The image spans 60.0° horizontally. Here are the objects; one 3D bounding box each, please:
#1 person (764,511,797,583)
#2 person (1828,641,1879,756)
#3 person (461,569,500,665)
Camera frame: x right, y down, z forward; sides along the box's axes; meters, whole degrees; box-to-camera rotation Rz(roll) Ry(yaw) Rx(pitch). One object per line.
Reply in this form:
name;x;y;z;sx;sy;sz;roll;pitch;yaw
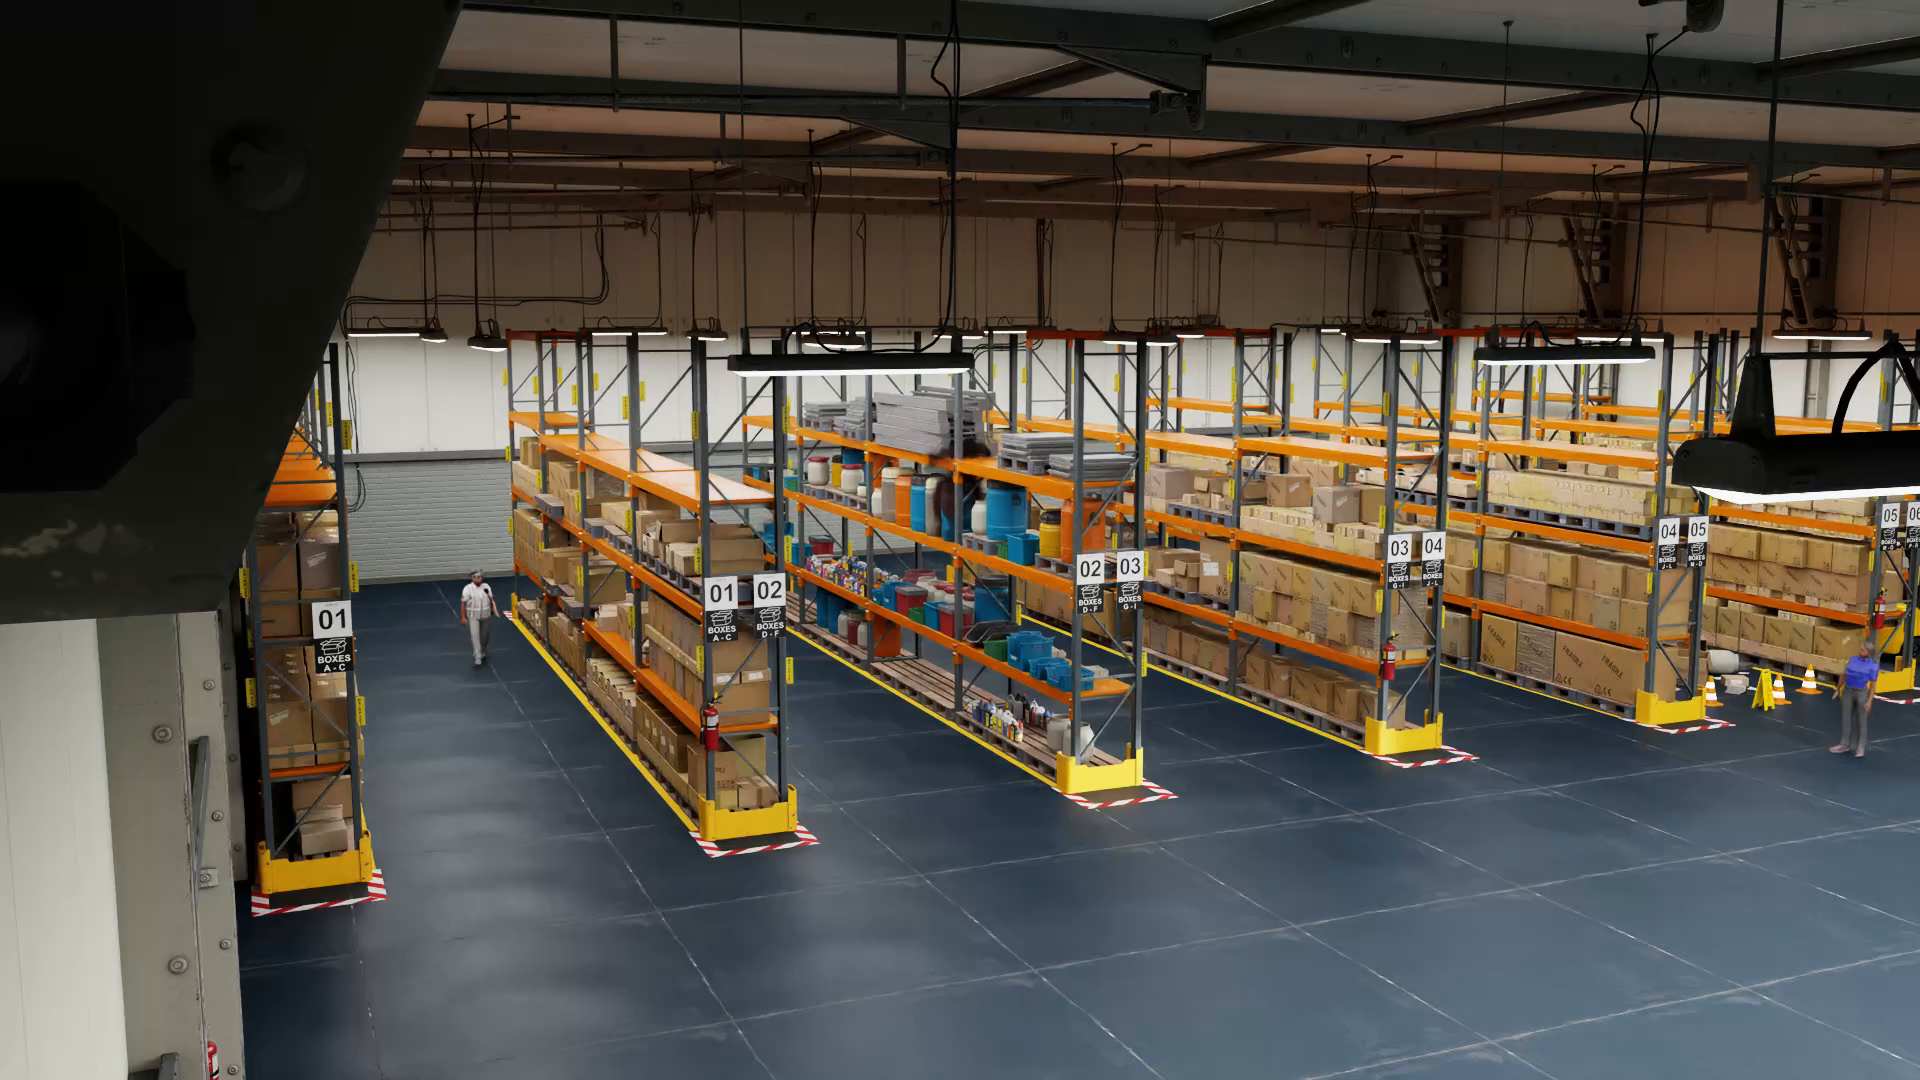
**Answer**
person;-4.283;0.131;39.108;0.667;1.719;1.119;-7;10;-41
person;12.864;2.320;23.945;0.565;1.553;0.363;7;11;42
person;-8.699;1.372;30.145;0.669;1.714;1.060;-4;9;-25
